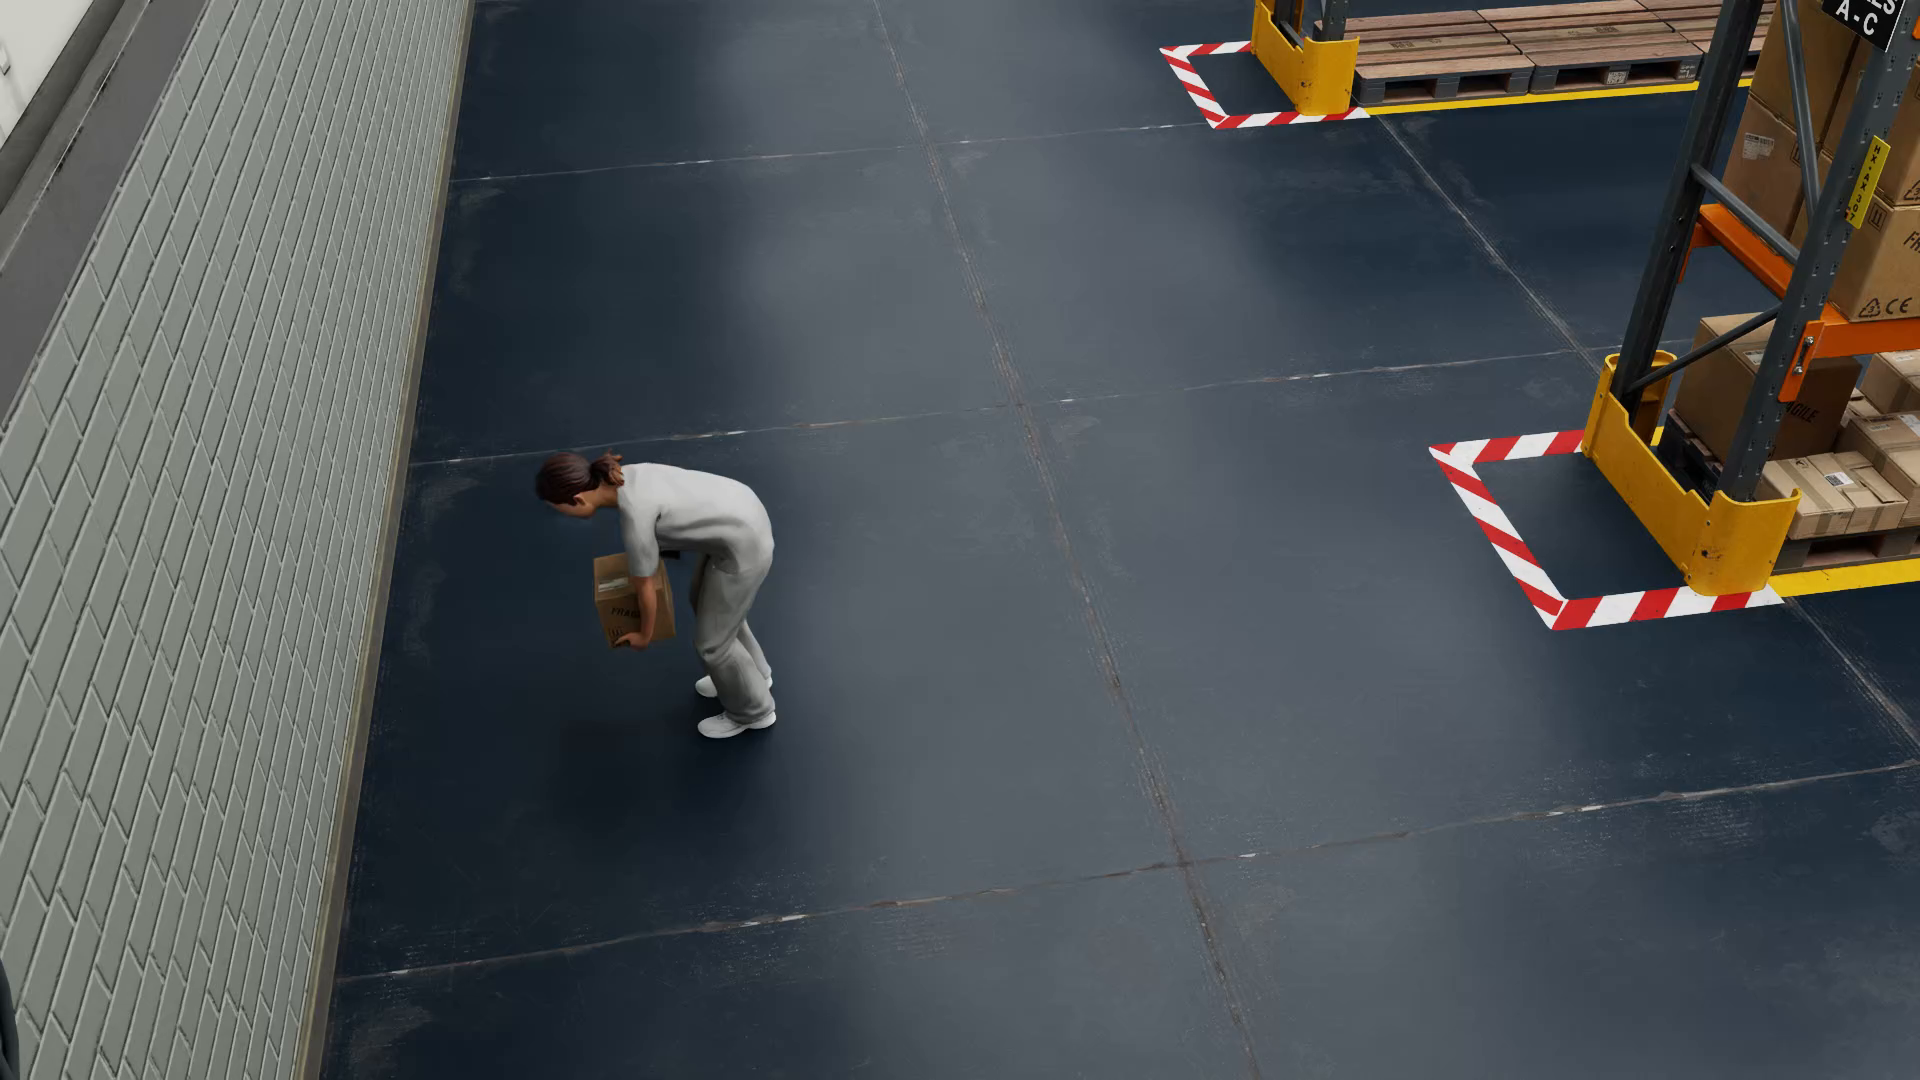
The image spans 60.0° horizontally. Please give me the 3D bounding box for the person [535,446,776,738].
[{"bbox_3d":[-1.089,0.184,6.216,0.812,1.315,0.410,-7,39,-9],"label":"person"}]
